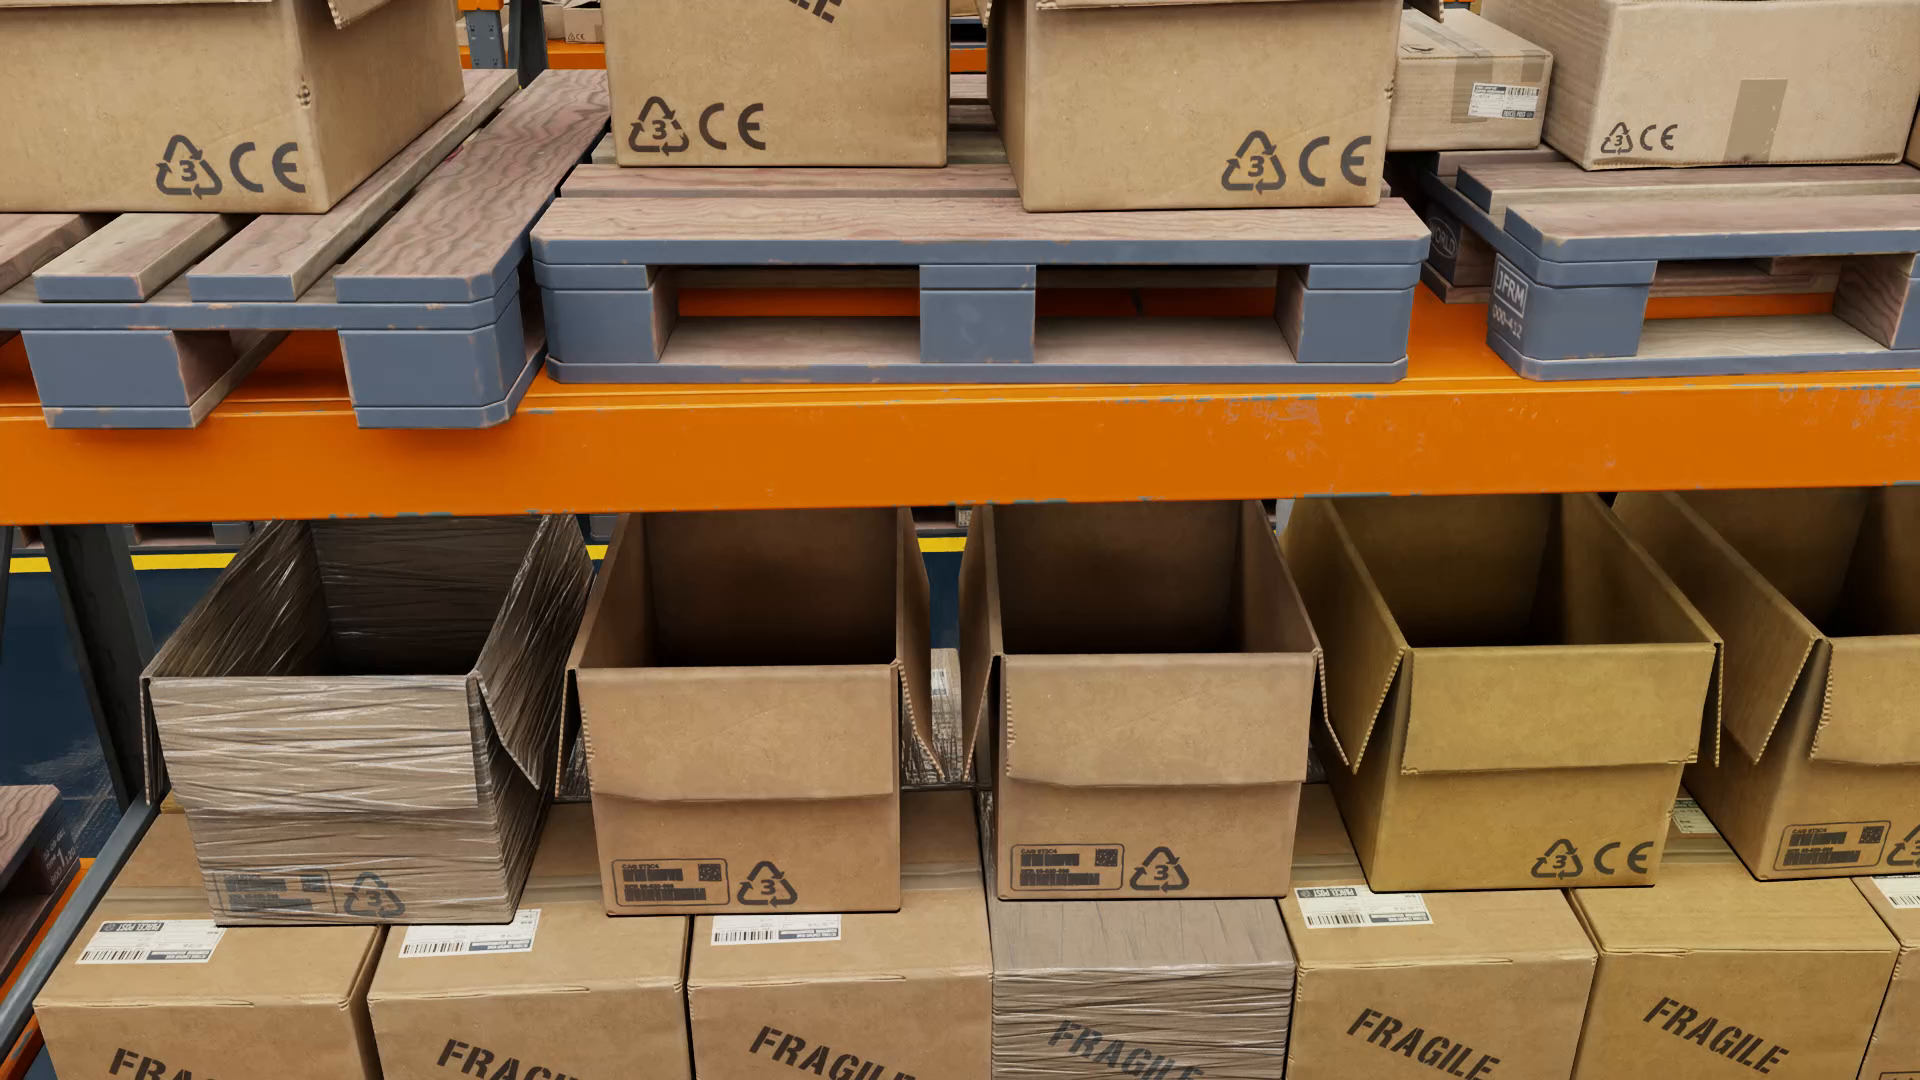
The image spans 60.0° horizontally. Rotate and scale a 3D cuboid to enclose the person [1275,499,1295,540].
[{"bbox_3d":[1.311,0.063,6.001,0.350,1.672,0.500,-2,28,-4],"label":"person"}]
